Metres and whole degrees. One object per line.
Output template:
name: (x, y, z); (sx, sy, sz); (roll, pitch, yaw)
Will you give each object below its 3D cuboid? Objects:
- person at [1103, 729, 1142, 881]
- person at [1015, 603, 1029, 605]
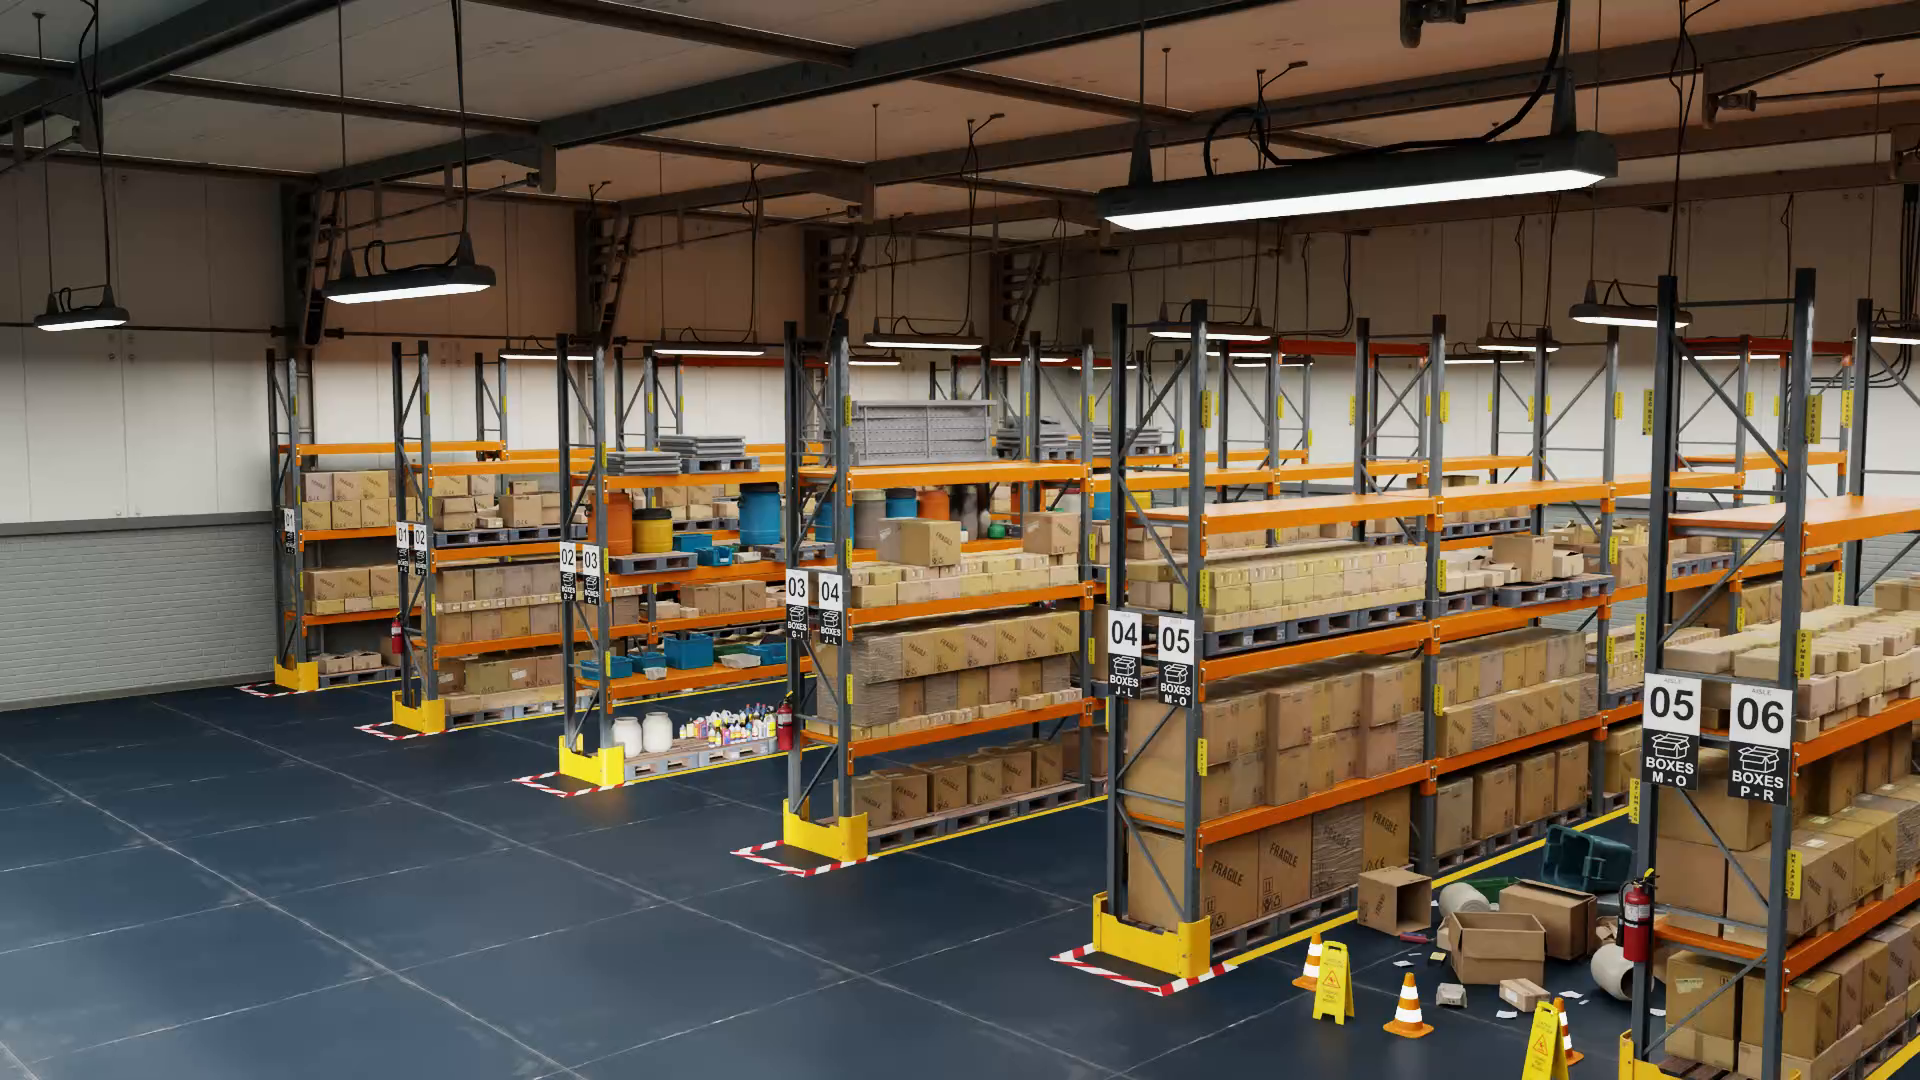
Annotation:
person: (1.861, 2.757, 17.772); (0.720, 1.745, 0.897); (4, 6, 38)
person: (1.146, 1.505, 31.921); (0.662, 1.750, 0.960); (4, 6, 36)
